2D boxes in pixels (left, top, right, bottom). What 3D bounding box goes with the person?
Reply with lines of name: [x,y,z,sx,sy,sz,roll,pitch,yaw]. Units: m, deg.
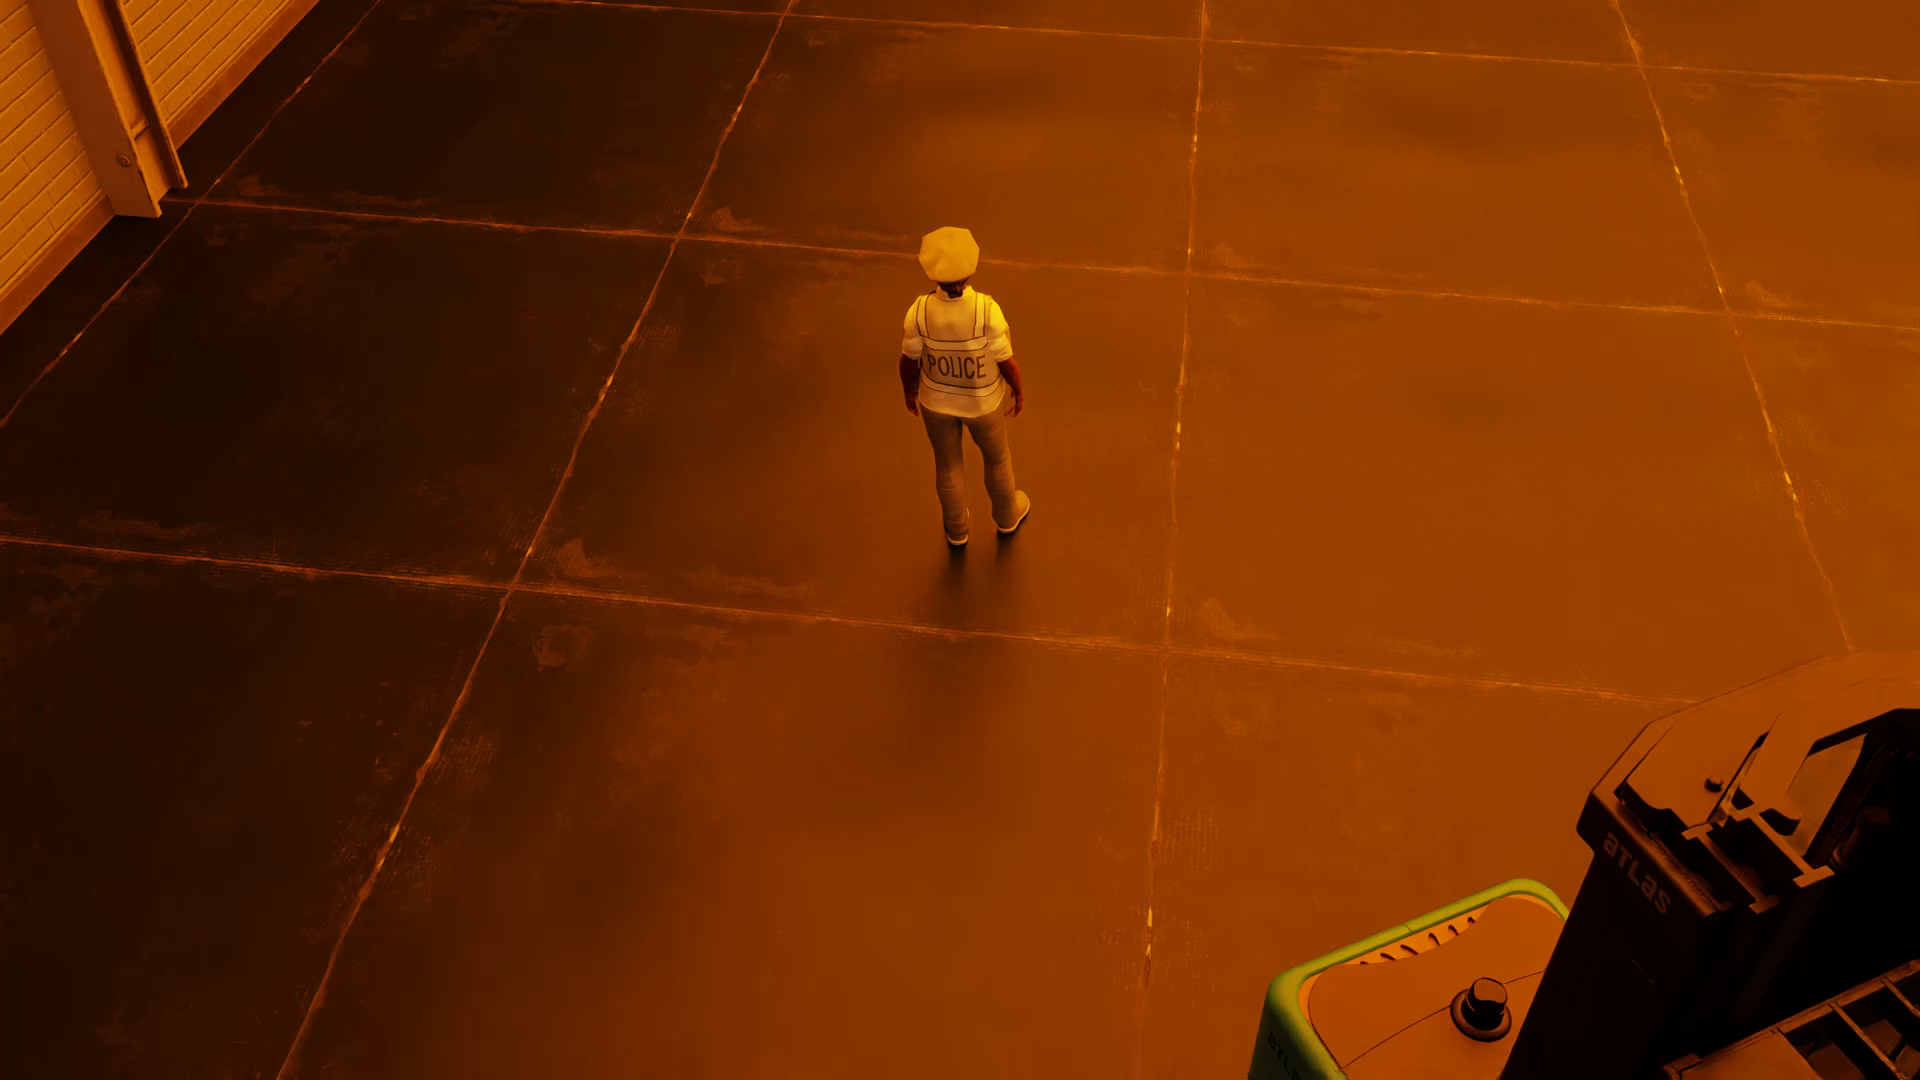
person: [0.030,-0.677,7.365,0.569,1.695,0.530,5,43,6]

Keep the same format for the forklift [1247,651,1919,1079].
forklift: [1.941,1.791,3.775,1.130,2.935,3.031,-16,45,-17]
